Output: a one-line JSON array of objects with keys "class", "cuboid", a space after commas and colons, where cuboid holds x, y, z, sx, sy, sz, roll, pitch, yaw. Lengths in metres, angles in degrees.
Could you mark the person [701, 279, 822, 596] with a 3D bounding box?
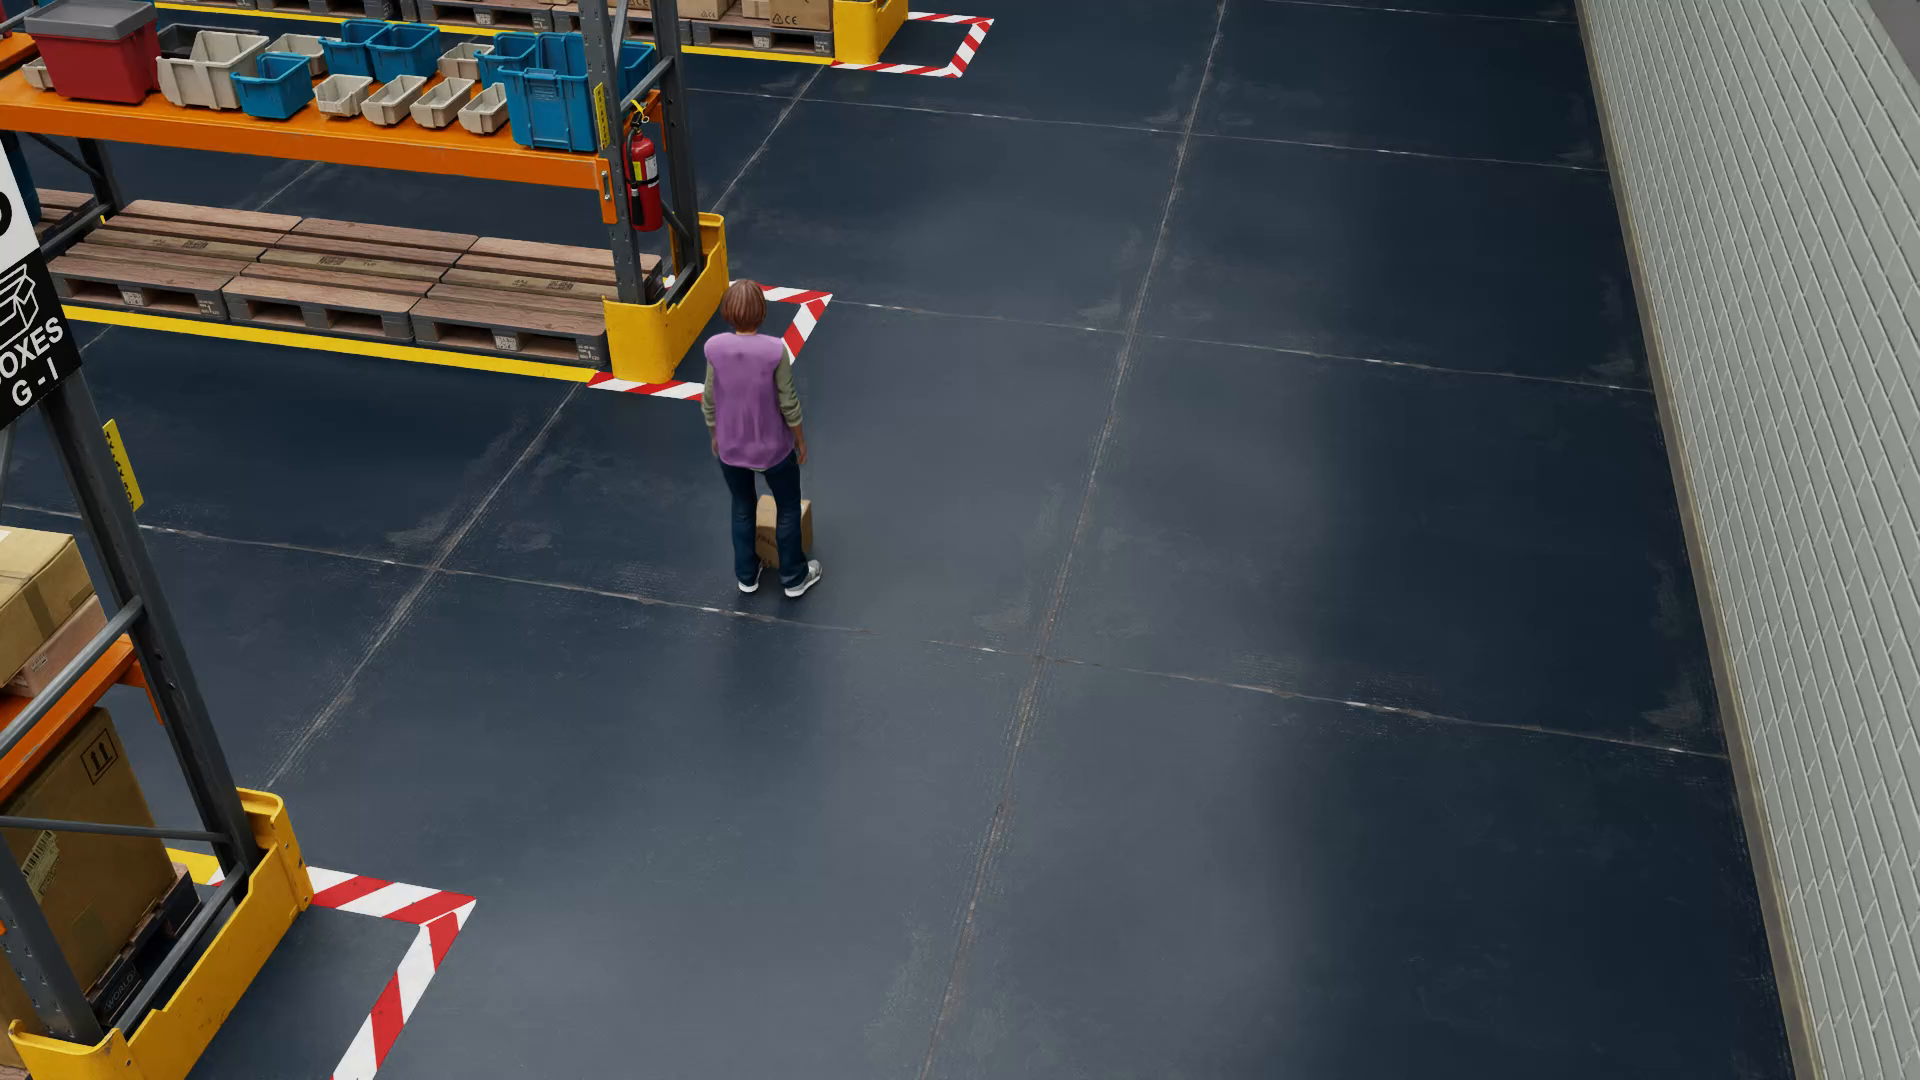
[{"class": "person", "cuboid": [-0.918, -0.426, 7.535, 0.466, 1.592, 0.346, 6, 38, 8]}]
